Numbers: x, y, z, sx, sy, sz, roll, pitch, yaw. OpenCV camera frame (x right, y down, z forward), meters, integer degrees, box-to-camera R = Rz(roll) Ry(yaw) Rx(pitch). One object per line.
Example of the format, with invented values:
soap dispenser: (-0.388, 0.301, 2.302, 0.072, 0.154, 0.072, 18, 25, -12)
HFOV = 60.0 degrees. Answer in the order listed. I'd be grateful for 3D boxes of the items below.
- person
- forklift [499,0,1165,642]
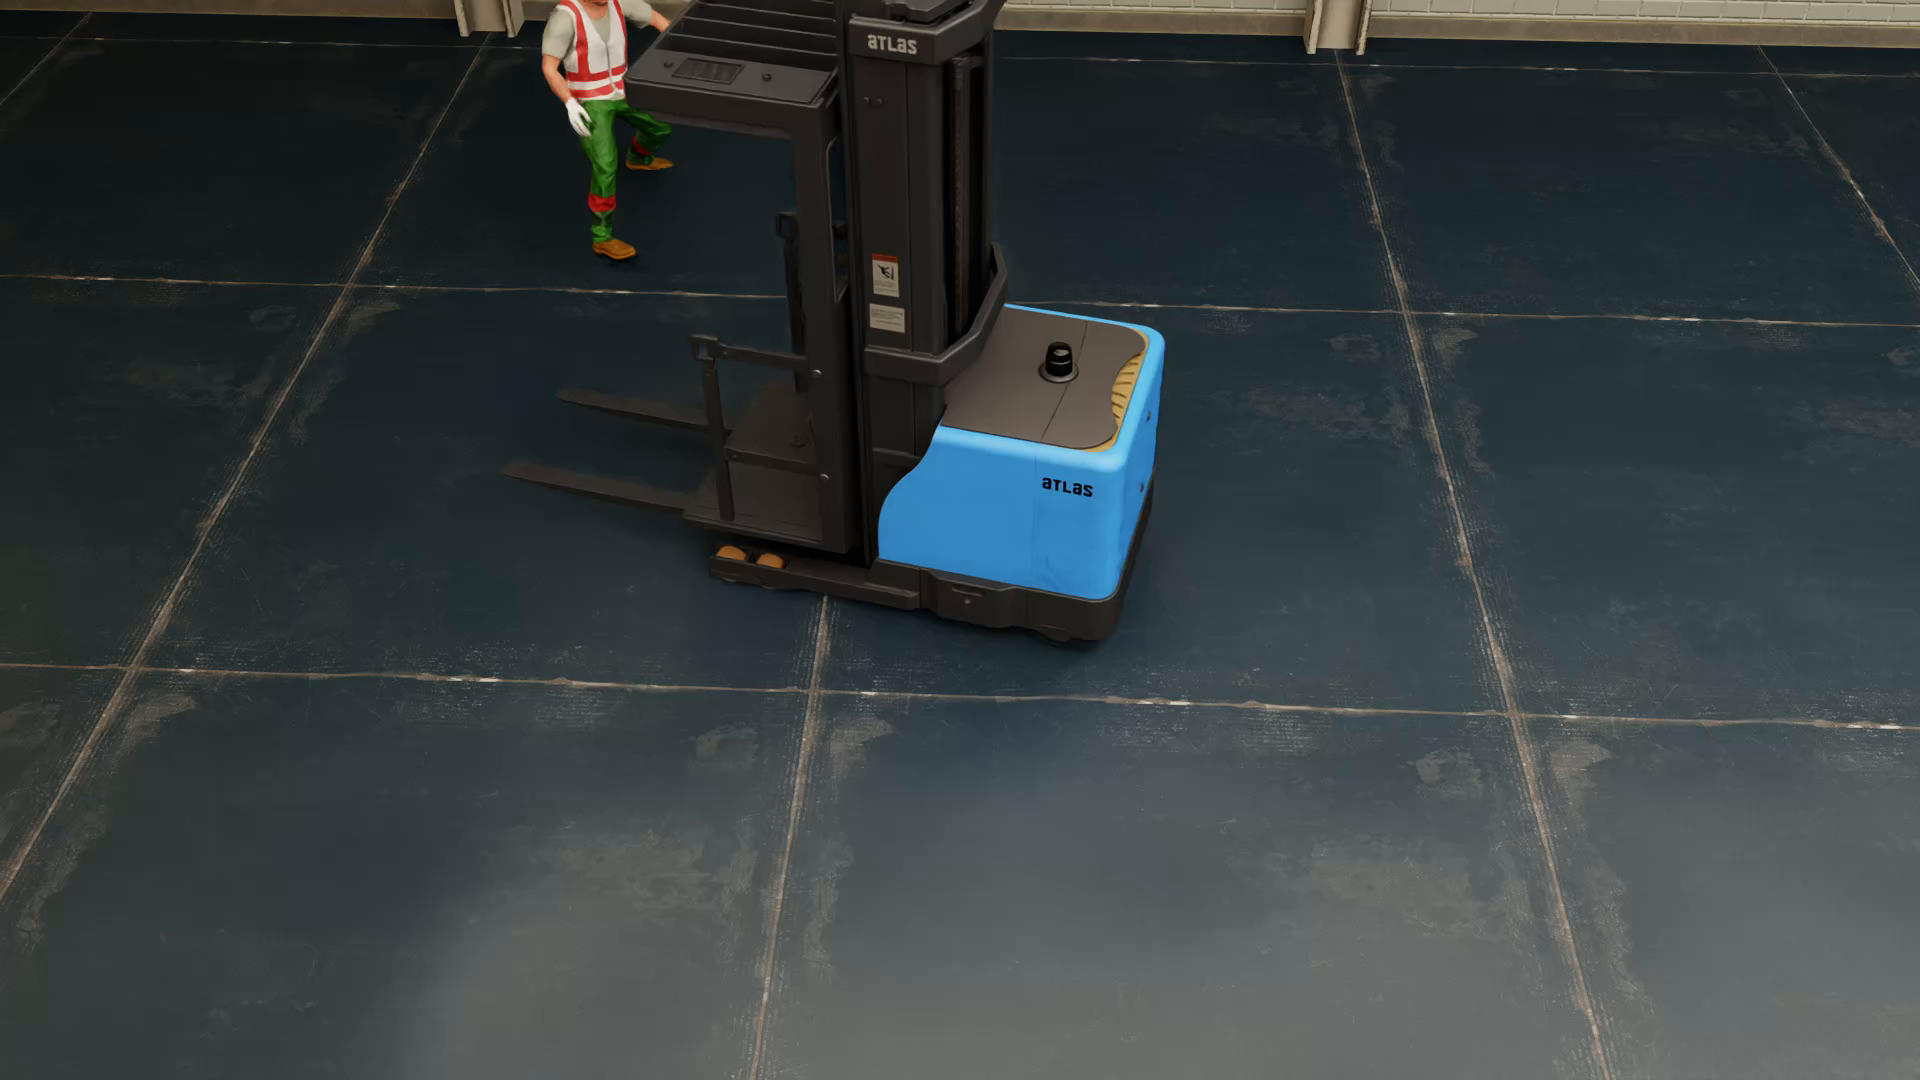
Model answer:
person: (-1.948, -2.589, 9.594, 0.943, 1.626, 1.011, 33, 52, 31)
forklift: (-0.657, -1.186, 7.042, 3.031, 2.935, 1.130, 11, 43, 12)
